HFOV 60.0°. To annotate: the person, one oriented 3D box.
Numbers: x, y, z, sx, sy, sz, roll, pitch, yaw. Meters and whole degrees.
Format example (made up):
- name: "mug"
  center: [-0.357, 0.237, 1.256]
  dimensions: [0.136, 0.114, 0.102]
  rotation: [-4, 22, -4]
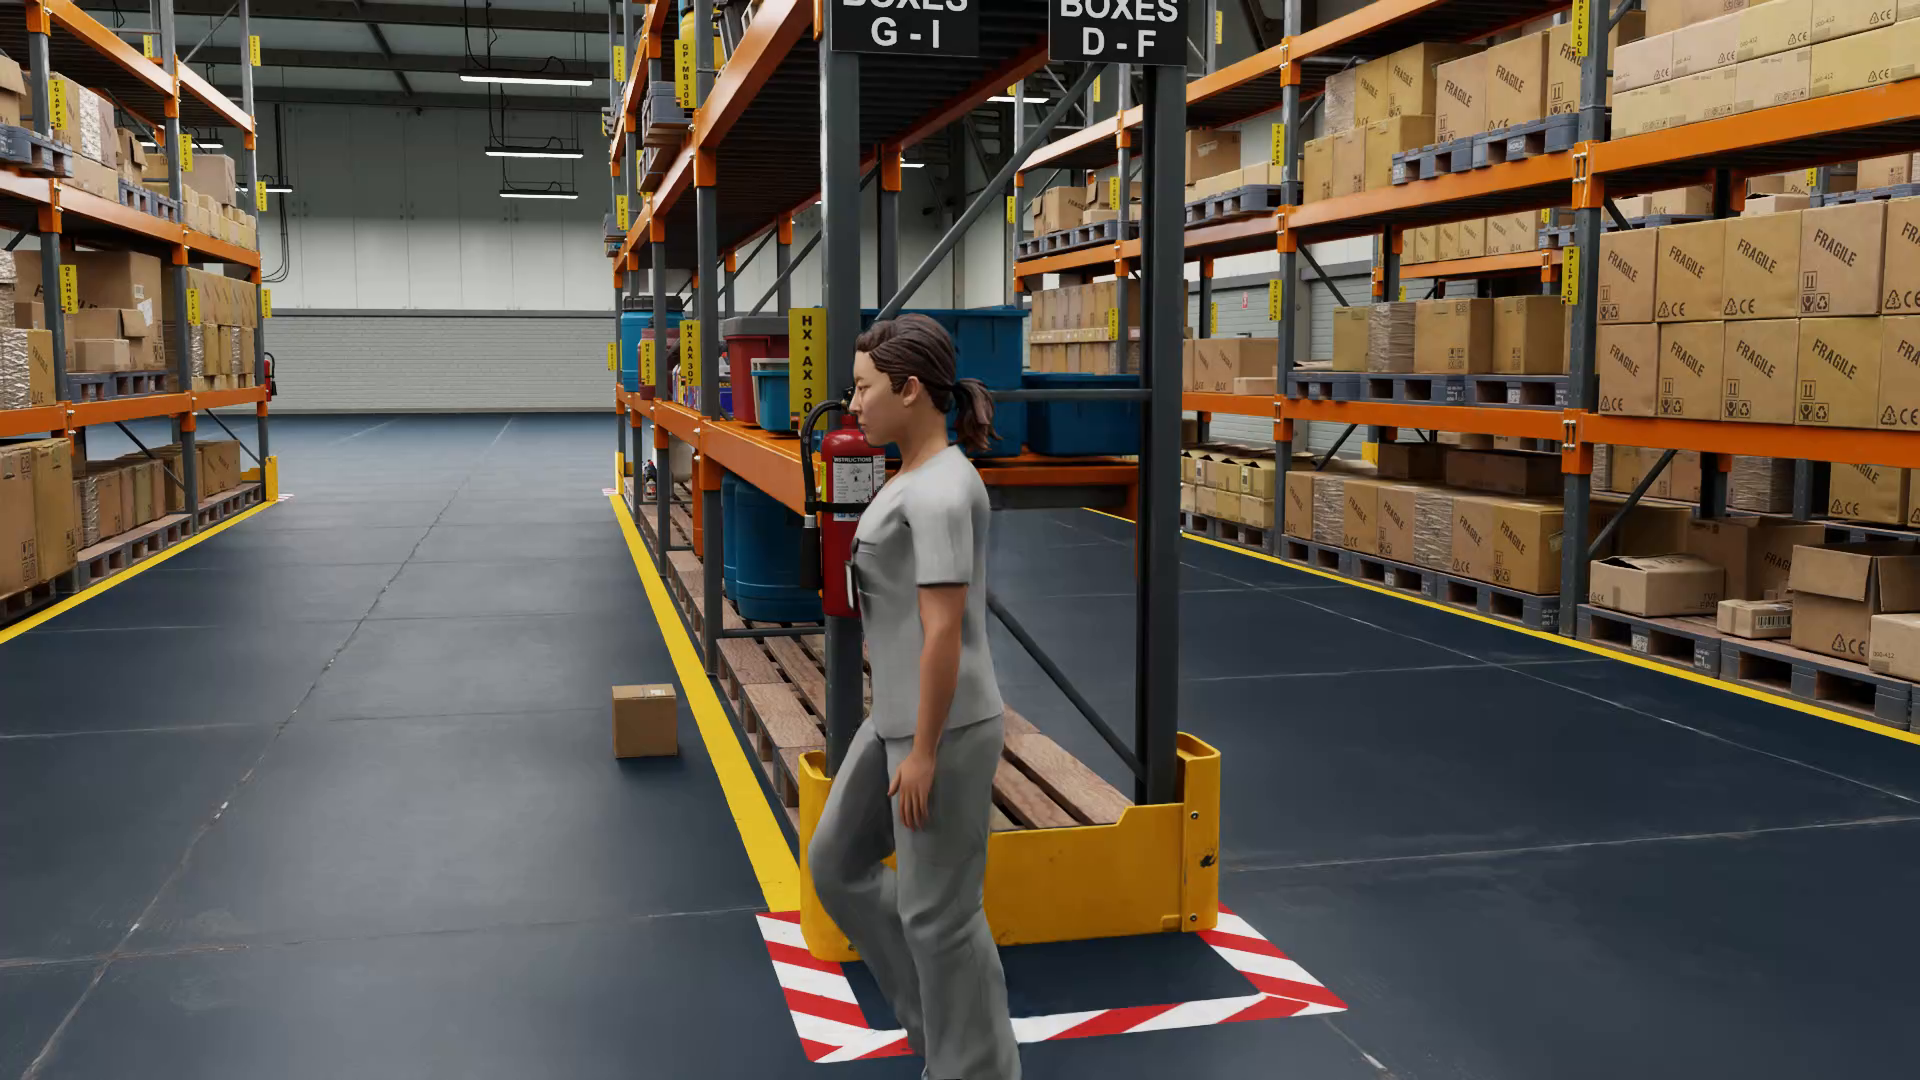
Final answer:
- name: "person"
  center: [-0.091, 0.397, 3.346]
  dimensions: [0.433, 1.693, 0.487]
  rotation: [-1, 6, -7]
